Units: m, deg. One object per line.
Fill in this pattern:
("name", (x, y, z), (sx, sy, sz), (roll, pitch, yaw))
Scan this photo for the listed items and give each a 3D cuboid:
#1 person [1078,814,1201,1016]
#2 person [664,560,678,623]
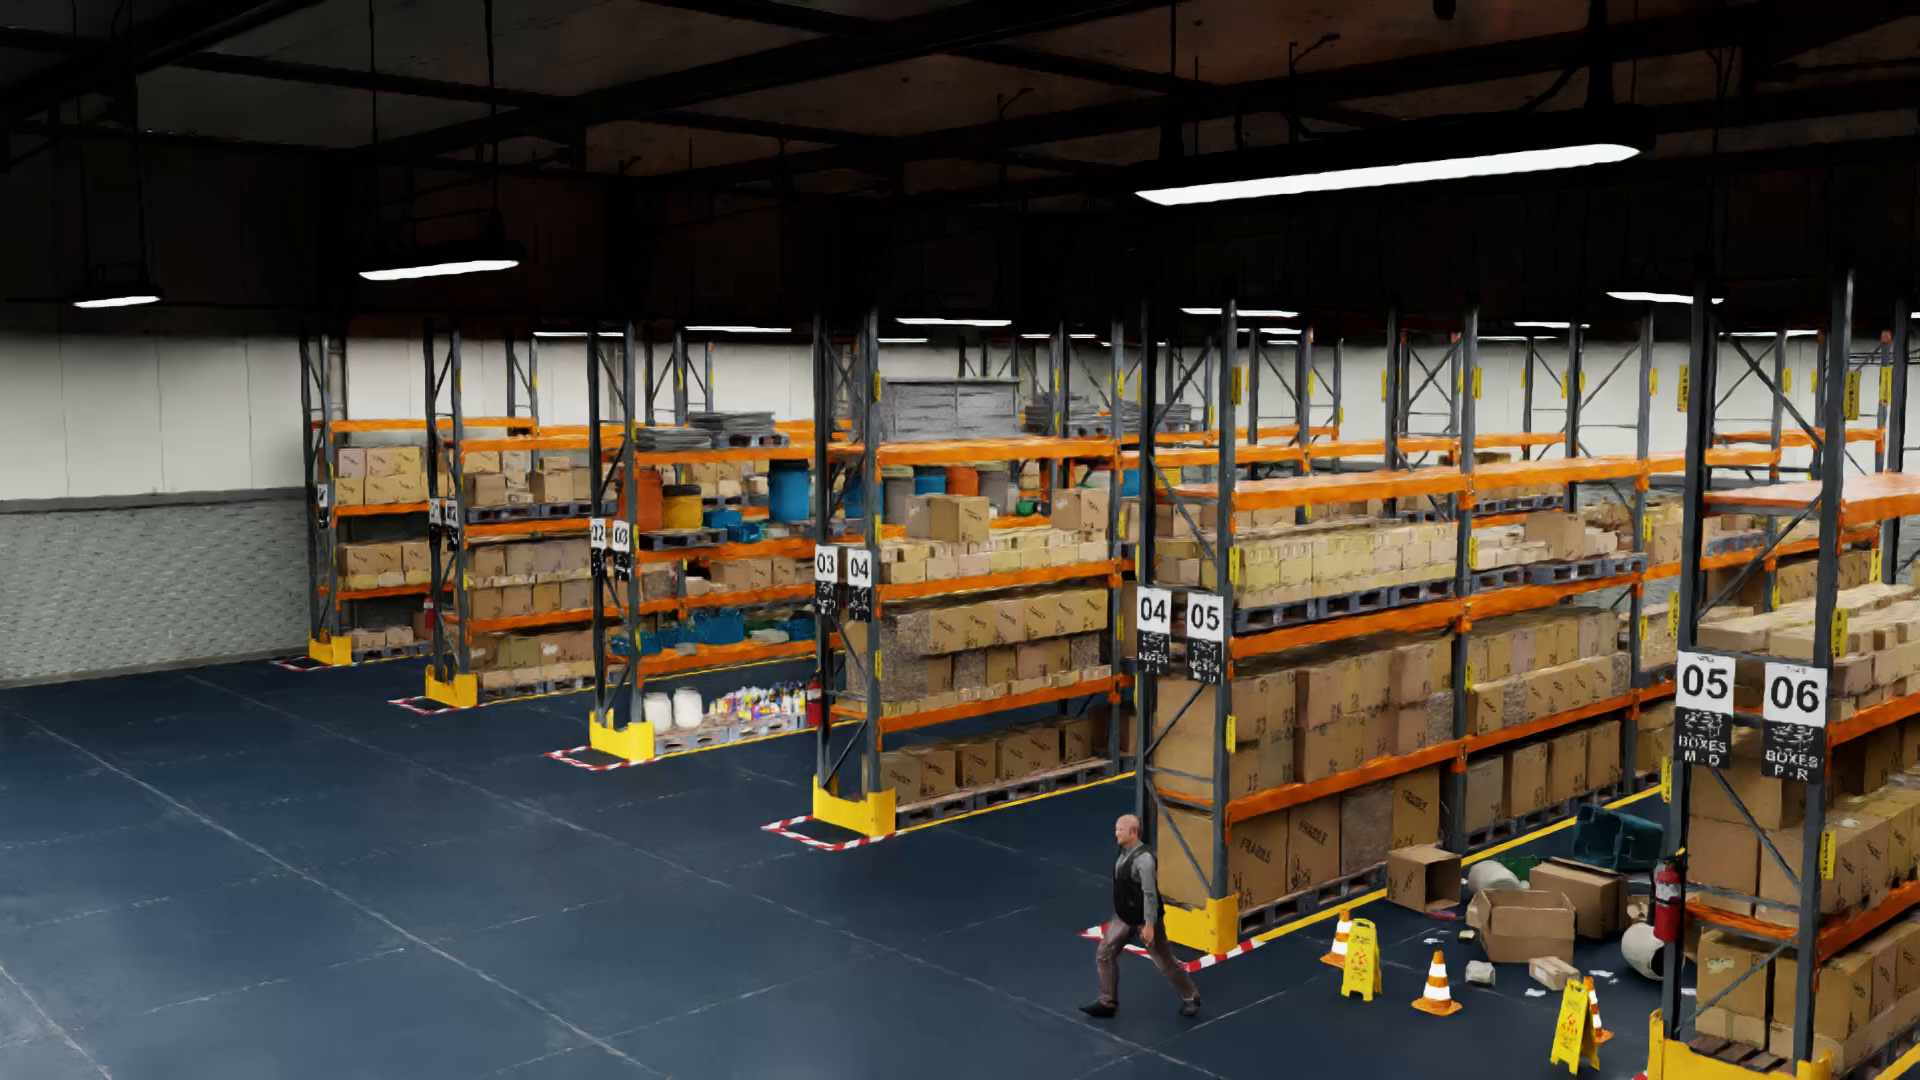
("person", (1.460, 3.004, 13.281), (0.954, 1.669, 0.572), (-2, 6, -22))
("person", (-5.267, 1.143, 30.854), (0.442, 1.792, 0.606), (2, 6, 16))
